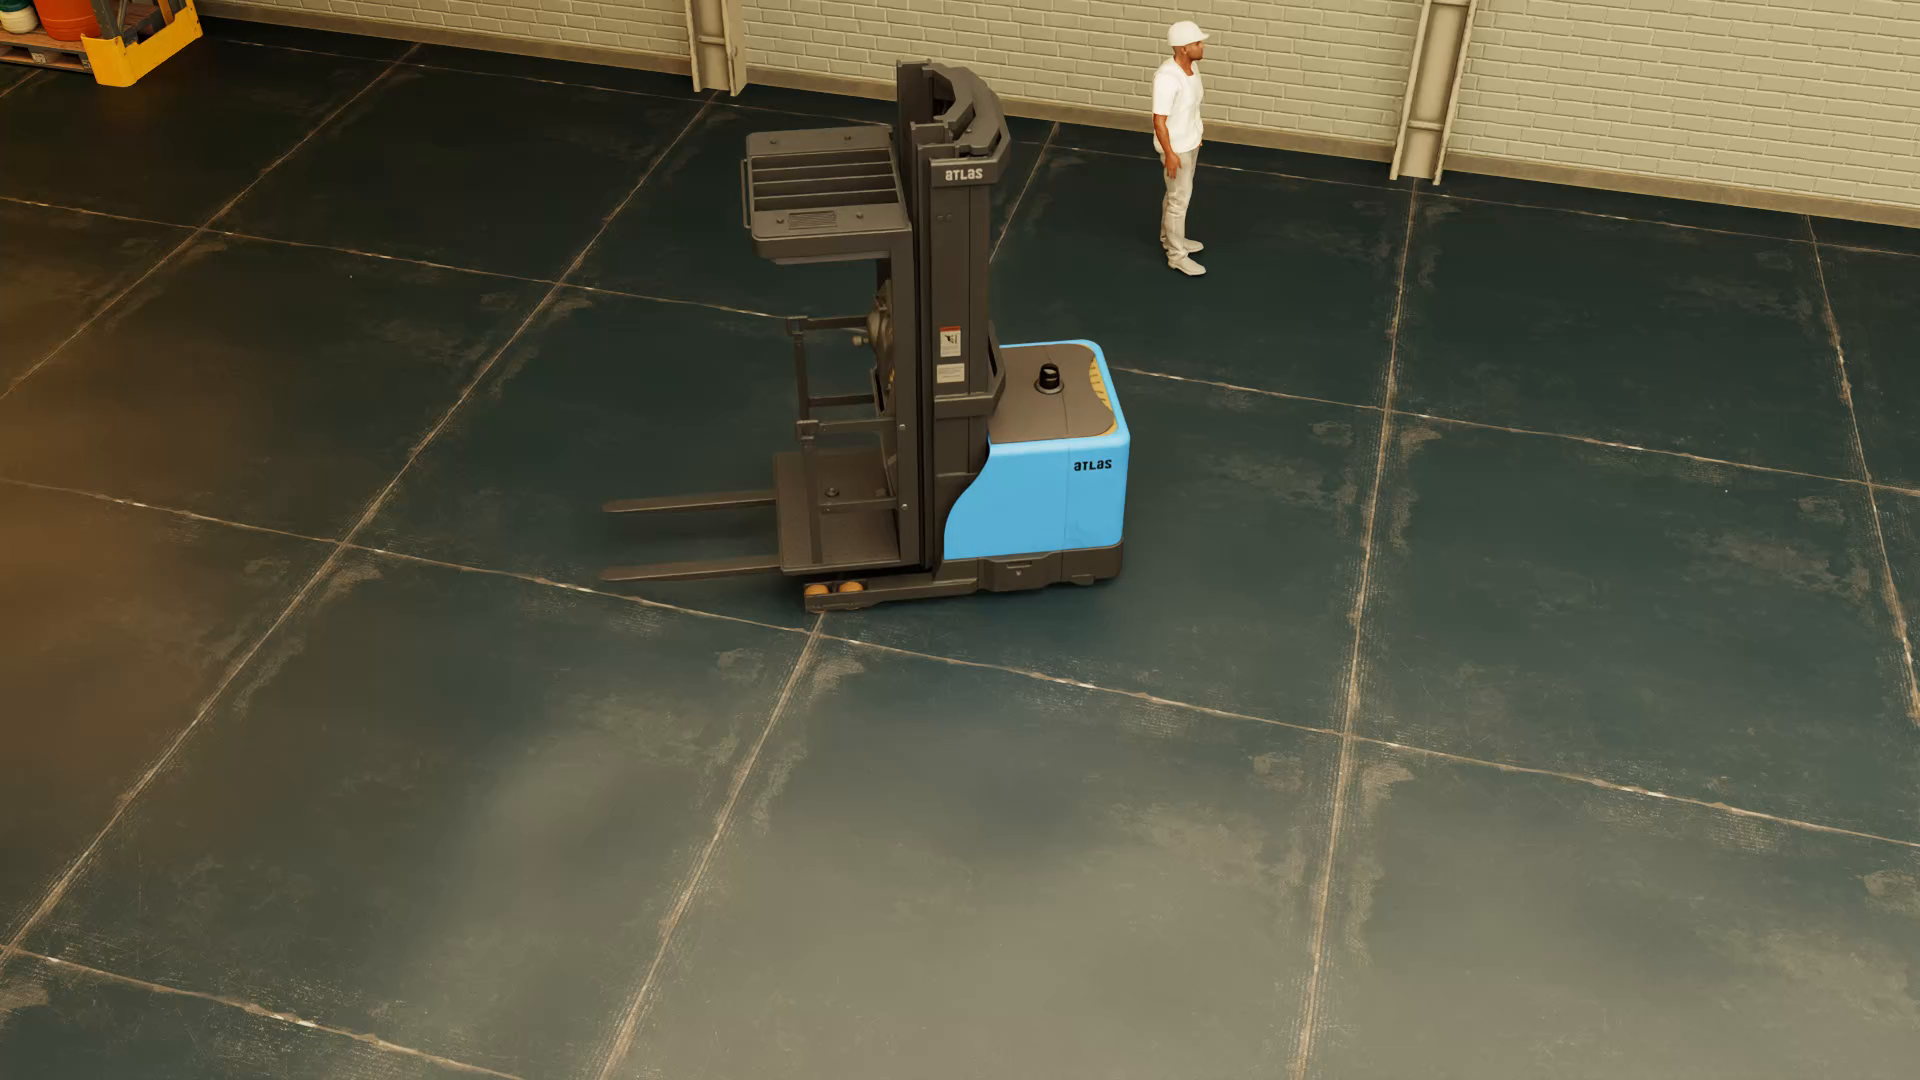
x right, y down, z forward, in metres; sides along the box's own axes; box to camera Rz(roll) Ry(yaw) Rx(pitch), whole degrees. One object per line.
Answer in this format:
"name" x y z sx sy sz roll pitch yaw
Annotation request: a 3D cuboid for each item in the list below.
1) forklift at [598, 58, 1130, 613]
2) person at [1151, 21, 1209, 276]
"forklift" -0.604 -1.052 9.062 3.031 2.935 1.130 -5 41 -5
"person" 1.654 -2.854 11.989 0.579 1.765 0.665 16 44 18
